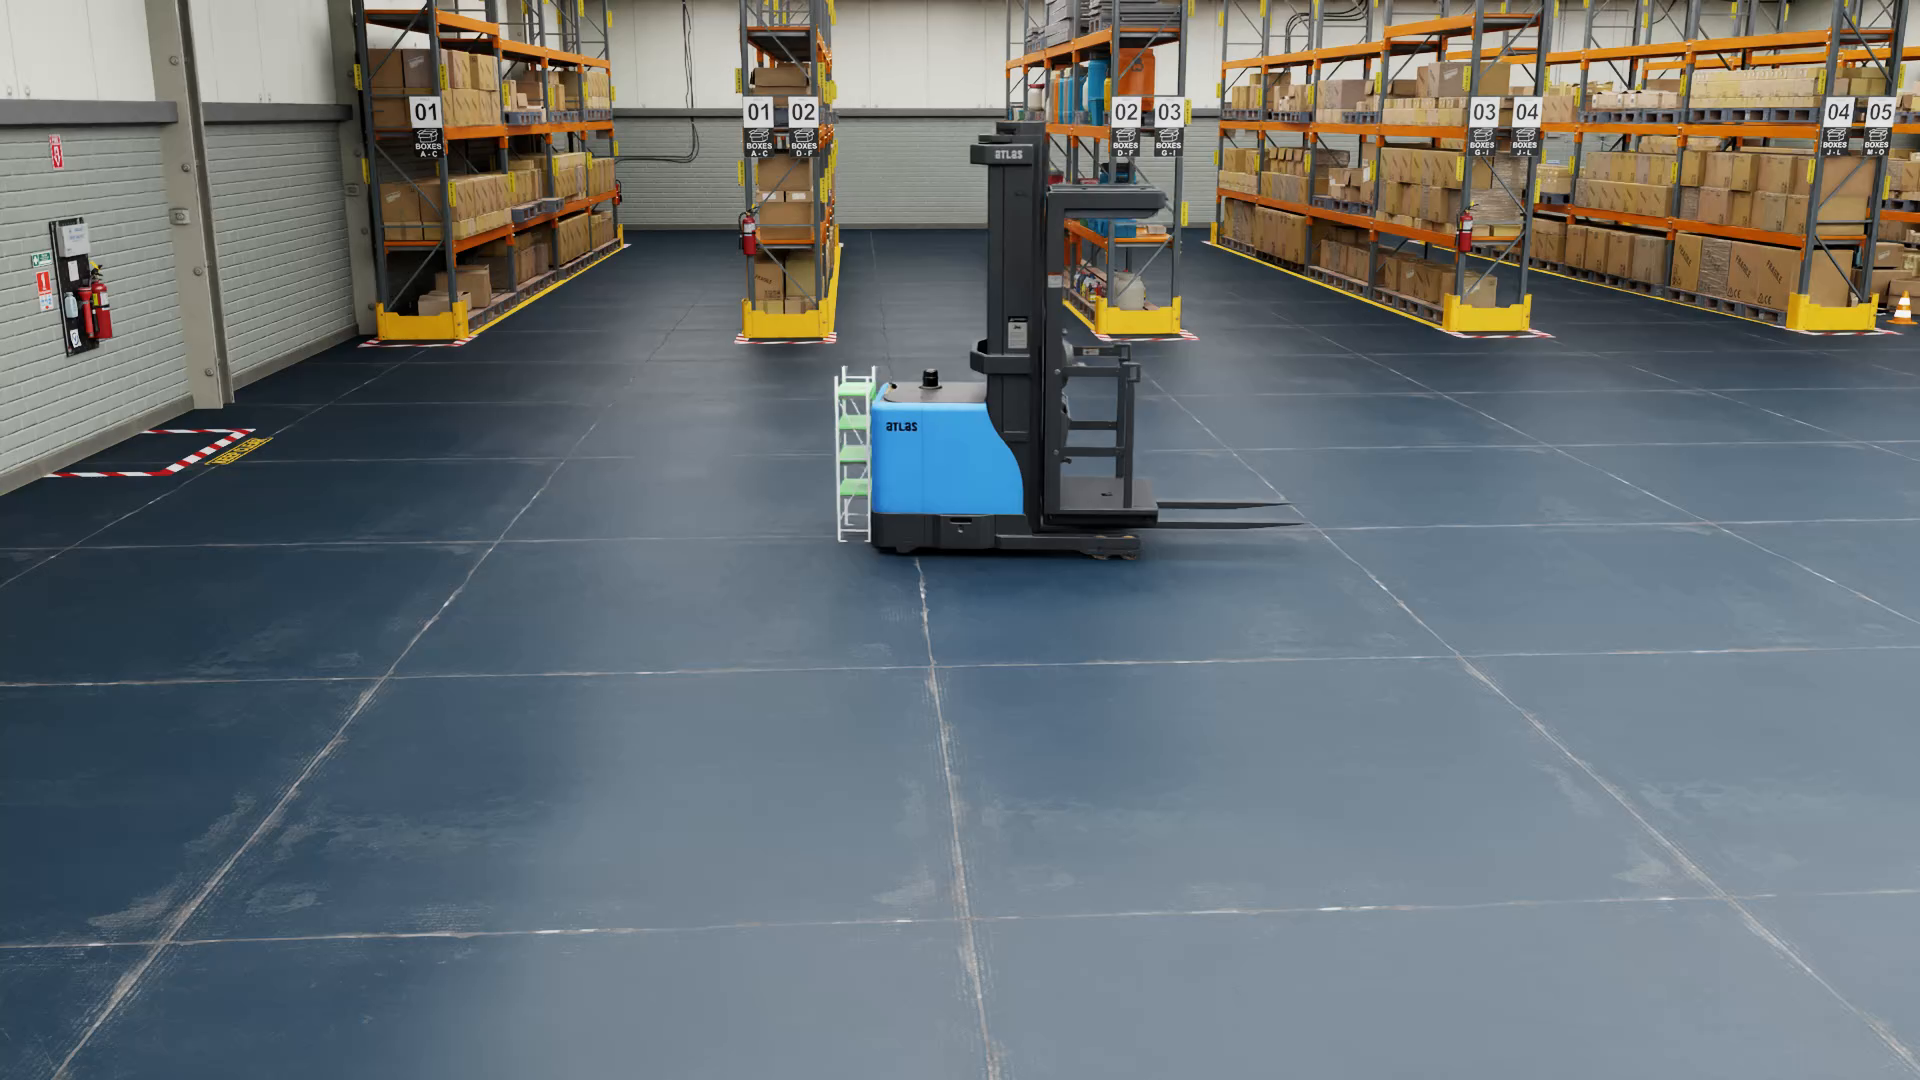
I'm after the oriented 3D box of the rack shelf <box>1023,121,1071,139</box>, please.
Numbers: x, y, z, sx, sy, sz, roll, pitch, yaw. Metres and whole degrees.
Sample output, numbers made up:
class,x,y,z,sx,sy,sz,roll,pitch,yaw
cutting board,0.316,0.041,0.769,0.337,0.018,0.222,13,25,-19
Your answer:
class,x,y,z,sx,sy,sz,roll,pitch,yaw
rack shelf,1.922,-7.948,32.321,1.077,0.370,4.000,-1,14,-3

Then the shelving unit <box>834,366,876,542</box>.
class,x,y,z,sx,sy,sz,roll,pitch,yaw
shelving unit,-0.751,-0.630,12.067,0.258,1.200,0.503,1,14,2

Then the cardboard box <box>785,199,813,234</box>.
class,x,y,z,sx,sy,sz,roll,pitch,yaw
cardboard box,-2.456,-4.576,23.593,0.700,0.500,0.500,-1,14,-2

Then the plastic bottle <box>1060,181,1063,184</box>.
class,x,y,z,sx,sy,sz,roll,pitch,yaw
plastic bottle,2.050,-7.046,33.489,0.144,0.351,0.185,-1,14,-3

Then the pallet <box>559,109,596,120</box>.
class,x,y,z,sx,sy,sz,roll,pitch,yaw
pallet,-8.130,-8.802,34.373,1.003,0.211,1.213,-1,14,-3

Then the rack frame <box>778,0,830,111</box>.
class,x,y,z,sx,sy,sz,roll,pitch,yaw
rack frame,-3.146,-10.171,33.498,1.000,3.000,0.127,-1,14,-3

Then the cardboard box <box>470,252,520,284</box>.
class,x,y,z,sx,sy,sz,roll,pitch,yaw
cardboard box,-7.738,-4.512,27.675,0.700,0.500,0.500,-1,14,-5

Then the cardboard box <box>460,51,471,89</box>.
class,x,y,z,sx,sy,sz,roll,pitch,yaw
cardboard box,-7.151,-6.551,23.201,0.500,0.500,0.500,0,14,-2

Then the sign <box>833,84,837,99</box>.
class,x,y,z,sx,sy,sz,roll,pitch,yaw
sign,-2.838,-10.145,37.641,0.100,0.325,0.005,-1,14,-3

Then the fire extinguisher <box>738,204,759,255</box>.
class,x,y,z,sx,sy,sz,roll,pitch,yaw
fire extinguisher,-2.858,-4.207,22.513,0.296,0.674,0.183,-1,14,-3

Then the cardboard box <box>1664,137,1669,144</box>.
class,x,y,z,sx,sy,sz,roll,pitch,yaw
cardboard box,16.223,-9.059,37.708,0.380,0.149,0.250,-1,14,-3

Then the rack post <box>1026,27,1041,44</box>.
class,x,y,z,sx,sy,sz,roll,pitch,yaw
rack post,1.819,-10.000,32.984,0.937,0.300,0.954,-1,14,-4

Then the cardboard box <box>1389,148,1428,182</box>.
class,x,y,z,sx,sy,sz,roll,pitch,yaw
cardboard box,7.044,-5.865,25.996,0.500,0.500,0.500,-1,14,-3

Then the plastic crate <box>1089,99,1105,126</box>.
class,x,y,z,sx,sy,sz,roll,pitch,yaw
plastic crate,2.123,-6.271,24.393,0.392,0.384,0.575,-1,14,-3

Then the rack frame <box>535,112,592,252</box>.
class,x,y,z,sx,sy,sz,roll,pitch,yaw
rack frame,-8.089,-7.188,33.944,1.000,3.000,0.127,-1,14,-3

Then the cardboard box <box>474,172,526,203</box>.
class,x,y,z,sx,sy,sz,roll,pitch,yaw
cardboard box,-7.691,-5.890,27.813,0.700,0.500,0.500,1,14,4

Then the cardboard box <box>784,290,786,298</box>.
class,x,y,z,sx,sy,sz,roll,pitch,yaw
cardboard box,-2.806,-3.530,24.403,0.500,0.250,0.500,-1,14,-3

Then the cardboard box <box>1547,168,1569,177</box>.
class,x,y,z,sx,sy,sz,roll,pitch,yaw
cardboard box,11.445,-7.021,31.763,0.380,0.149,0.250,-1,14,-4

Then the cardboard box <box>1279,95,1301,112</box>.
class,x,y,z,sx,sy,sz,roll,pitch,yaw
cardboard box,6.720,-8.756,33.355,0.500,0.311,0.500,-1,14,-5

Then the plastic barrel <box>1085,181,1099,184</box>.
class,x,y,z,sx,sy,sz,roll,pitch,yaw
plastic barrel,2.382,-5.949,28.854,0.433,0.535,0.433,0,14,0

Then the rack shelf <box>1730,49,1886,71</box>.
class,x,y,z,sx,sy,sz,roll,pitch,yaw
rack shelf,16.757,-9.436,32.889,1.077,0.370,4.000,-1,14,-3

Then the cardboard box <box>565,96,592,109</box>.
class,x,y,z,sx,sy,sz,roll,pitch,yaw
cardboard box,-7.869,-8.996,34.208,0.500,0.250,0.500,-1,14,-4

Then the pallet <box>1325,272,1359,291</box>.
class,x,y,z,sx,sy,sz,roll,pitch,yaw
pallet,7.109,-4.575,29.385,1.003,0.211,1.213,-1,14,-3

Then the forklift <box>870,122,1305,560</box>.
class,x,y,z,sx,sy,sz,roll,pitch,yaw
forklift,0.906,-1.418,11.656,3.031,2.935,1.130,1,14,2

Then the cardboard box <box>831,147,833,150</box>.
class,x,y,z,sx,sy,sz,roll,pitch,yaw
cardboard box,-2.894,-7.920,34.580,0.500,0.500,0.500,-1,14,-2

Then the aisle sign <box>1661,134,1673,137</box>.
class,x,y,z,sx,sy,sz,roll,pitch,yaw
aisle sign,16.690,-9.847,39.061,0.394,0.787,0.004,-1,14,-3

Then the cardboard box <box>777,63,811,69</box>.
class,x,y,z,sx,sy,sz,roll,pitch,yaw
cardboard box,-2.707,-7.518,27.159,0.500,0.500,0.500,1,14,2

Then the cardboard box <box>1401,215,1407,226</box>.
class,x,y,z,sx,sy,sz,roll,pitch,yaw
cardboard box,7.053,-4.938,25.702,0.380,0.149,0.250,-1,14,-3

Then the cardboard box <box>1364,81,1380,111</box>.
class,x,y,z,sx,sy,sz,roll,pitch,yaw
cardboard box,7.248,-7.487,28.035,0.797,0.503,0.637,0,14,-1

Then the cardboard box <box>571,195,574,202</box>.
class,x,y,z,sx,sy,sz,roll,pitch,yaw
cardboard box,-7.751,-6.680,32.433,0.380,0.149,0.250,-1,14,-5

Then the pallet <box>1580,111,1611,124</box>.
class,x,y,z,sx,sy,sz,roll,pitch,yaw
pallet,12.039,-7.676,30.200,1.213,0.211,1.003,0,14,-1

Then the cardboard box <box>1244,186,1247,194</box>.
class,x,y,z,sx,sy,sz,roll,pitch,yaw
cardboard box,6.348,-7.559,35.888,0.380,0.149,0.250,-1,14,-2

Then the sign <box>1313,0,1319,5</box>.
class,x,y,z,sx,sy,sz,roll,pitch,yaw
sign,6.436,-9.848,30.049,0.100,0.325,0.005,-1,14,-3

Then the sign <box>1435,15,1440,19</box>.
class,x,y,z,sx,sy,sz,roll,pitch,yaw
sign,10.909,-11.852,37.996,0.100,0.325,0.005,-1,14,-3

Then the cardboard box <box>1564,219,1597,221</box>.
class,x,y,z,sx,sy,sz,roll,pitch,yaw
cardboard box,12.114,-6.132,32.506,0.500,0.250,0.500,-1,14,-4

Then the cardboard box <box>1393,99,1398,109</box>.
class,x,y,z,sx,sy,sz,roll,pitch,yaw
cardboard box,7.035,-6.850,26.112,0.380,0.149,0.250,-2,15,-6

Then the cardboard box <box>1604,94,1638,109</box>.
class,x,y,z,sx,sy,sz,roll,pitch,yaw
cardboard box,11.803,-7.798,29.552,0.500,0.250,0.500,0,14,-2

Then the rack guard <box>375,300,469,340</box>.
class,x,y,z,sx,sy,sz,roll,pitch,yaw
rack guard,-7.351,-3.012,22.730,1.175,0.500,0.348,-1,14,-3

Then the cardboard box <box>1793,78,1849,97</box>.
class,x,y,z,sx,sy,sz,roll,pitch,yaw
cardboard box,12.133,-6.378,23.436,0.500,0.250,0.500,-1,14,-3

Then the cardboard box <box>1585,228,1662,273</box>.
class,x,y,z,sx,sy,sz,roll,pitch,yaw
cardboard box,11.952,-5.218,29.959,1.050,0.750,0.750,-1,14,-3

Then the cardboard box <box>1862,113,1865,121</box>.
class,x,y,z,sx,sy,sz,roll,pitch,yaw
cardboard box,16.930,-7.841,30.261,0.700,0.500,0.500,-1,14,-3

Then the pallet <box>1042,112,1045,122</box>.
class,x,y,z,sx,sy,sz,roll,pitch,yaw
pallet,2.097,-7.899,31.067,1.003,0.211,1.213,-1,14,-3

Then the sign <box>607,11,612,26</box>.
class,x,y,z,sx,sy,sz,roll,pitch,yaw
sign,-7.795,-11.584,36.956,0.100,0.325,0.005,-1,14,-3

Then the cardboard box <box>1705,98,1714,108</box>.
class,x,y,z,sx,sy,sz,roll,pitch,yaw
cardboard box,11.910,-6.840,26.032,0.380,0.149,0.250,-1,14,-4

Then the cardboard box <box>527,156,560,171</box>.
class,x,y,z,sx,sy,sz,roll,pitch,yaw
cardboard box,-7.614,-6.883,30.415,0.500,0.250,0.500,-1,14,-2

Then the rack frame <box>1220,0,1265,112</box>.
class,x,y,z,sx,sy,sz,roll,pitch,yaw
rack frame,6.494,-11.318,37.955,1.000,3.000,0.127,-1,14,-3

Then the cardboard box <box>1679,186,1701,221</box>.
class,x,y,z,sx,sy,sz,roll,pitch,yaw
cardboard box,12.229,-5.461,26.928,0.875,0.550,0.550,-1,14,-3

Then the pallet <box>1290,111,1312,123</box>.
class,x,y,z,sx,sy,sz,roll,pitch,yaw
pallet,6.897,-7.943,31.238,1.213,0.211,1.003,0,14,-1

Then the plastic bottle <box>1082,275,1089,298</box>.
class,x,y,z,sx,sy,sz,roll,pitch,yaw
plastic bottle,1.968,-3.922,25.683,0.144,0.351,0.185,-1,14,-4

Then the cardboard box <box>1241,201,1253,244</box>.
class,x,y,z,sx,sy,sz,roll,pitch,yaw
cardboard box,6.725,-6.981,36.561,0.875,0.875,0.875,-1,14,-3

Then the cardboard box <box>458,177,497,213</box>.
class,x,y,z,sx,sy,sz,roll,pitch,yaw
cardboard box,-7.199,-5.137,24.726,0.500,0.500,0.500,-1,14,-5

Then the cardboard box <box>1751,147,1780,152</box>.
class,x,y,z,sx,sy,sz,roll,pitch,yaw
cardboard box,16.461,-7.739,33.876,0.500,0.500,0.500,-1,14,-5

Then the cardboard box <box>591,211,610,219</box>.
class,x,y,z,sx,sy,sz,roll,pitch,yaw
cardboard box,-7.988,-7.225,36.958,0.380,0.149,0.250,0,14,-2

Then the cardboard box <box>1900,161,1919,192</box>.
class,x,y,z,sx,sy,sz,roll,pitch,yaw
cardboard box,16.813,-6.340,29.007,0.500,0.500,0.500,0,14,-2

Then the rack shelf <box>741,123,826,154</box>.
class,x,y,z,sx,sy,sz,roll,pitch,yaw
rack shelf,-2.526,-5.883,24.295,1.077,0.370,4.000,-1,14,-3

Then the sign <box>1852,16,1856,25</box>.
class,x,y,z,sx,sy,sz,roll,pitch,yaw
sign,20.797,-12.031,38.692,0.100,0.325,0.005,-1,14,-3
